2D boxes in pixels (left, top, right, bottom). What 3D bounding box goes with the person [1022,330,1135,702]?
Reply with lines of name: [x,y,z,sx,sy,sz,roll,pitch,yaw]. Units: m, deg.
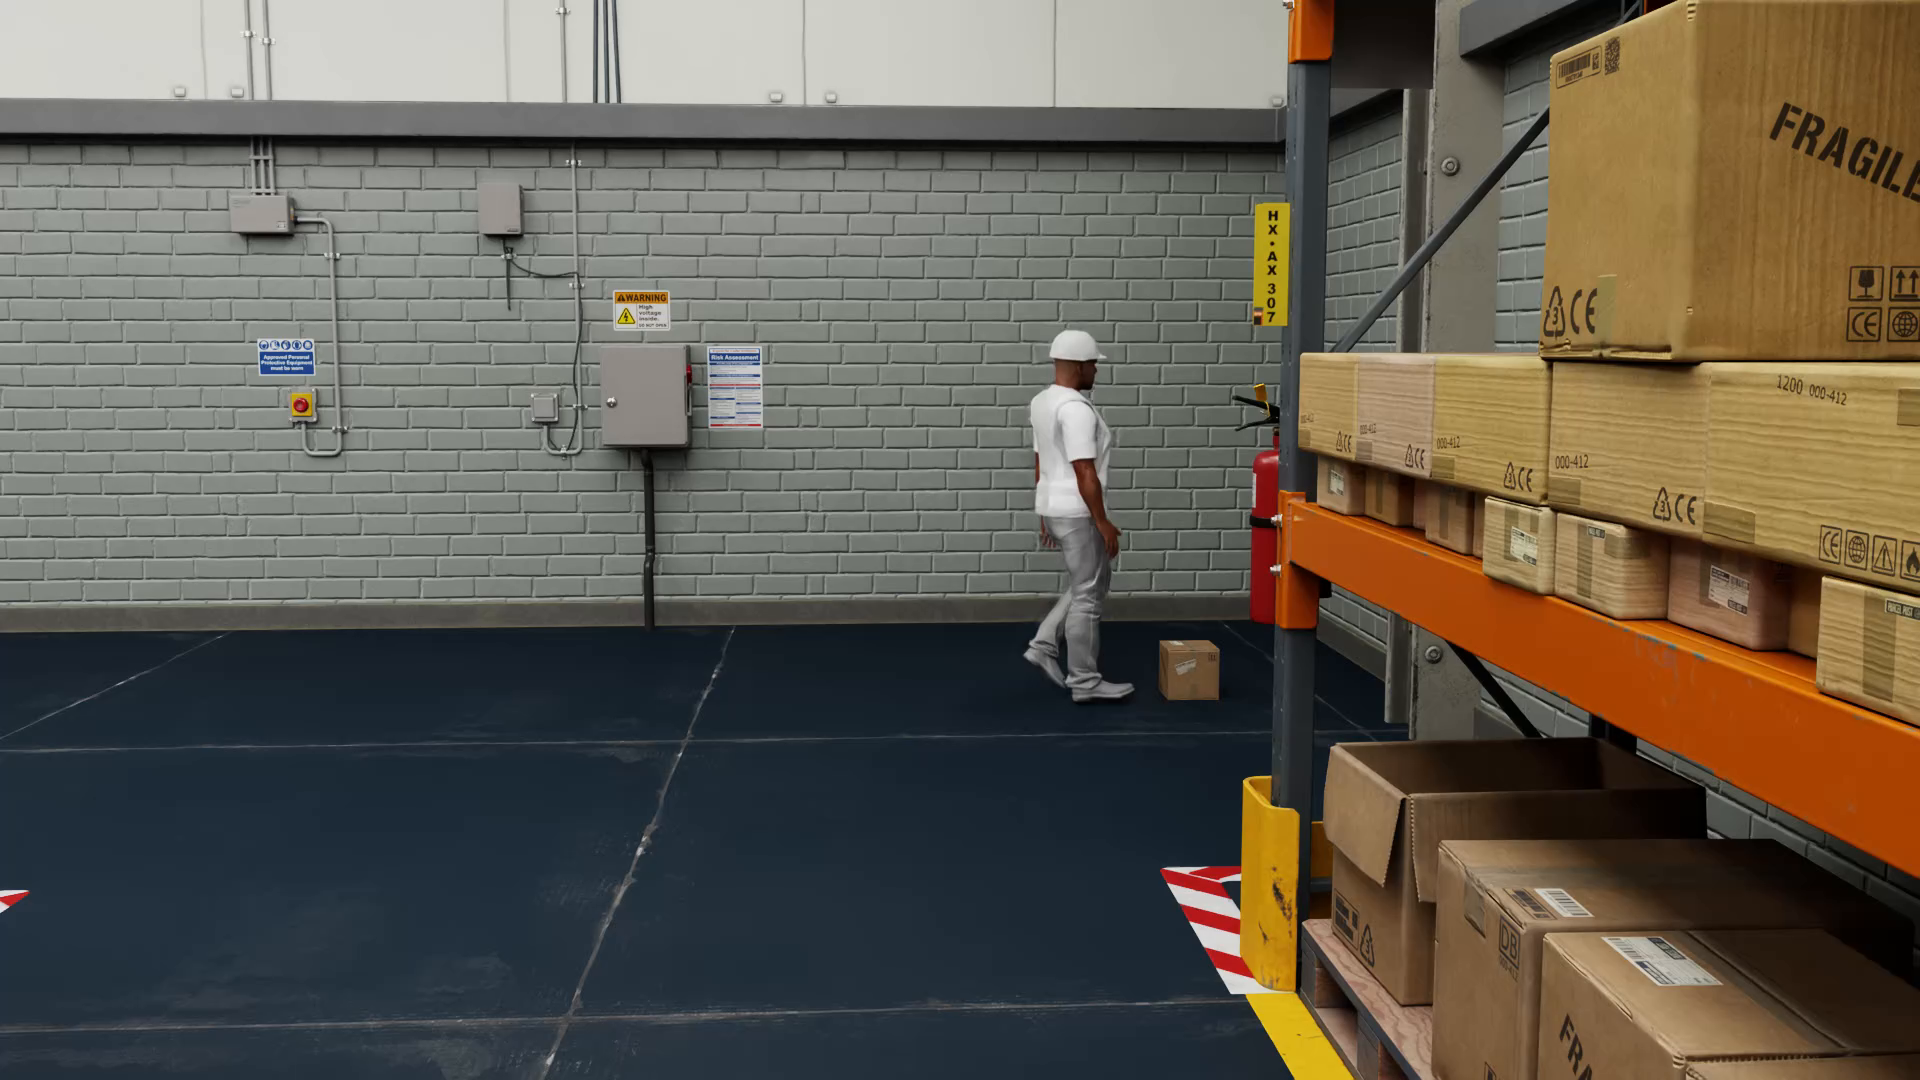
person: [0.576,-0.114,7.971,0.504,1.767,0.594,-2,7,-13]
